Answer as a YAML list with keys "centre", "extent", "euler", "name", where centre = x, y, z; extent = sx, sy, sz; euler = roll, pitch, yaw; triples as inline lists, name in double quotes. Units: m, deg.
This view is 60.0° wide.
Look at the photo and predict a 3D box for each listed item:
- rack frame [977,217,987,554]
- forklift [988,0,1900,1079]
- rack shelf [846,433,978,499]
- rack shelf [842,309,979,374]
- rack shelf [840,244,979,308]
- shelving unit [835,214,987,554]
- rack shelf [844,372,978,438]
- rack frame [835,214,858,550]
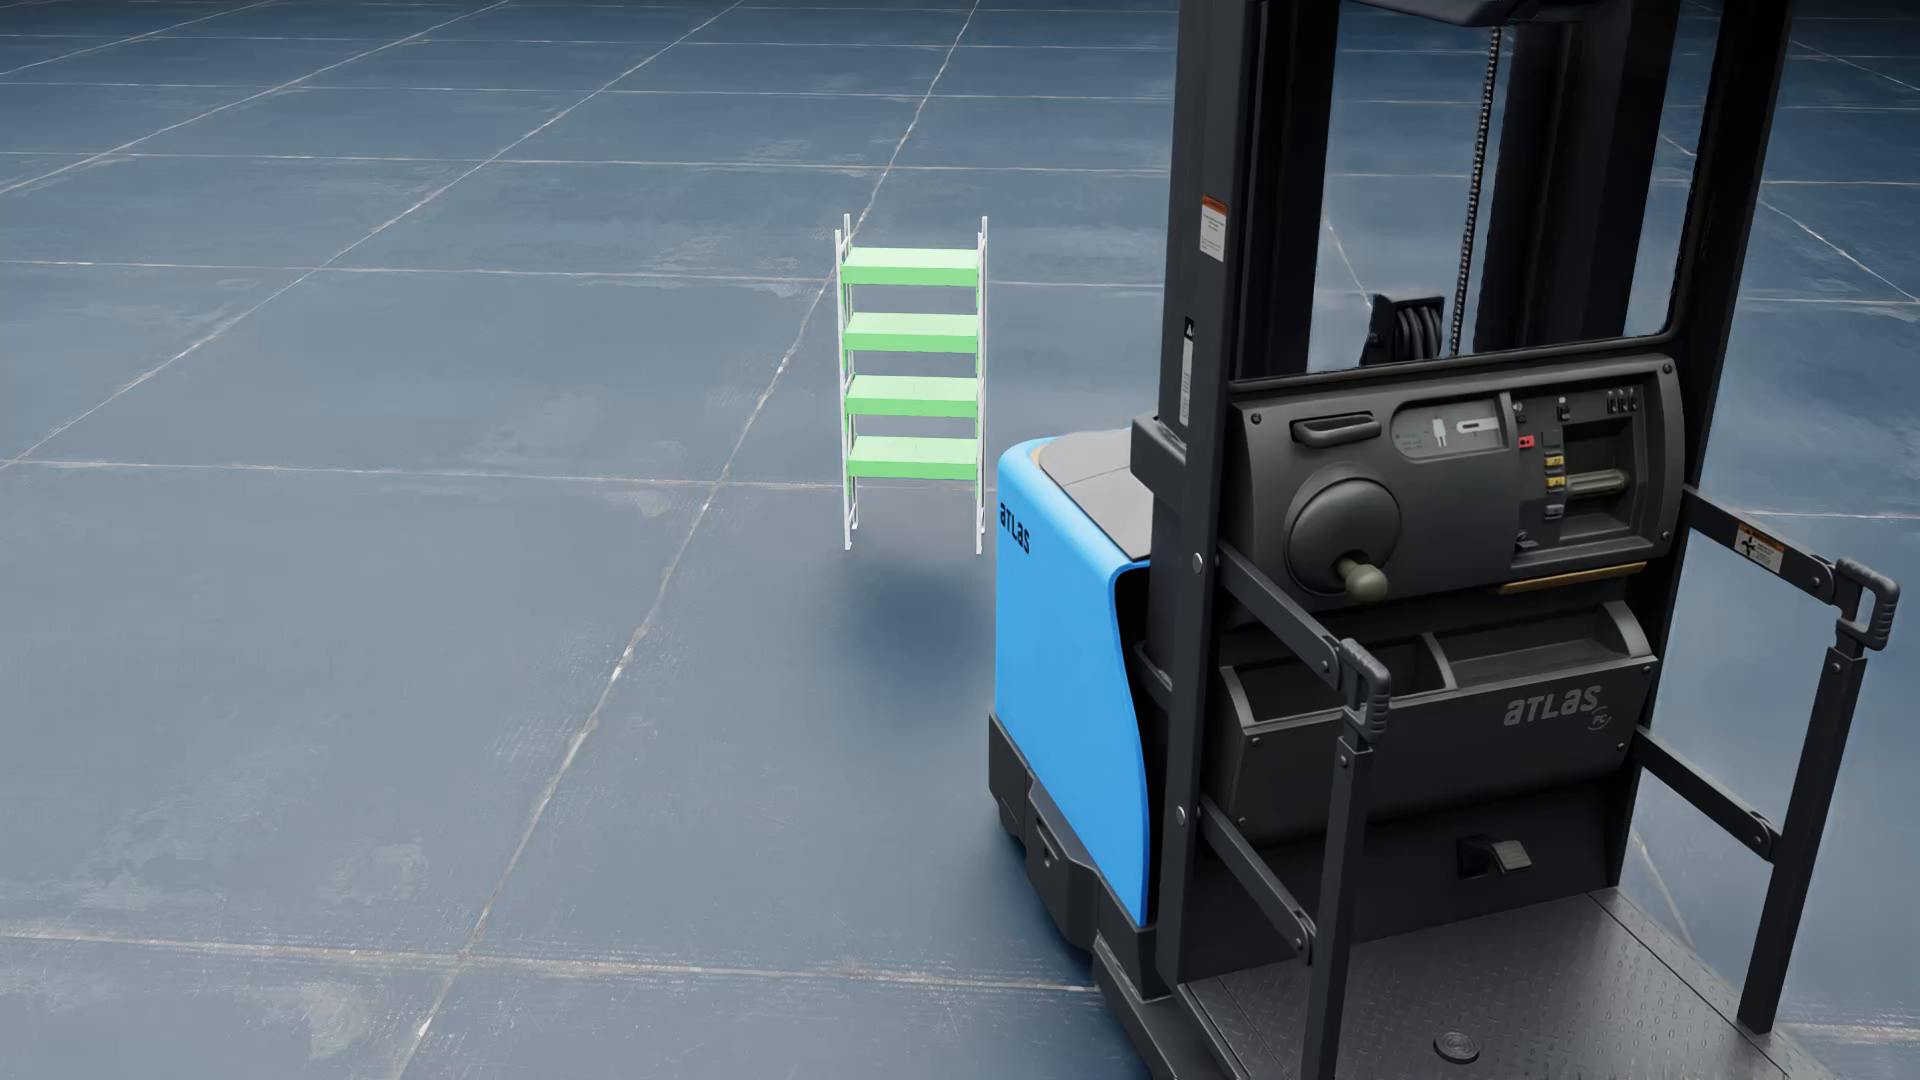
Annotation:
- centre: [0.078, -0.543, 5.994]
  extent: [0.015, 1.200, 0.240]
  euler: [2, 25, 4]
  name: "rack frame"
- centre: [1.021, -0.083, 2.925]
  extent: [1.130, 2.935, 3.031]
  euler: [-8, 26, -16]
  name: "forklift"
- centre: [-0.165, -0.274, 6.138]
  extent: [0.480, 0.148, 0.258]
  euler: [2, 25, 4]
  name: "rack shelf"
- centre: [-0.165, -0.710, 5.937]
  extent: [0.480, 0.148, 0.258]
  euler: [2, 25, 4]
  name: "rack shelf"
- centre: [-0.165, -0.928, 5.837]
  extent: [0.480, 0.148, 0.258]
  euler: [2, 25, 4]
  name: "rack shelf"
- centre: [-0.165, -0.550, 6.011]
  extent: [0.503, 1.200, 0.258]
  euler: [2, 25, 4]
  name: "shelving unit"
- centre: [-0.165, -0.492, 6.037]
  extent: [0.480, 0.148, 0.258]
  euler: [2, 25, 4]
  name: "rack shelf"
- centre: [-0.408, -0.558, 6.028]
  extent: [0.015, 1.200, 0.240]
  euler: [2, 25, 4]
  name: "rack frame"
